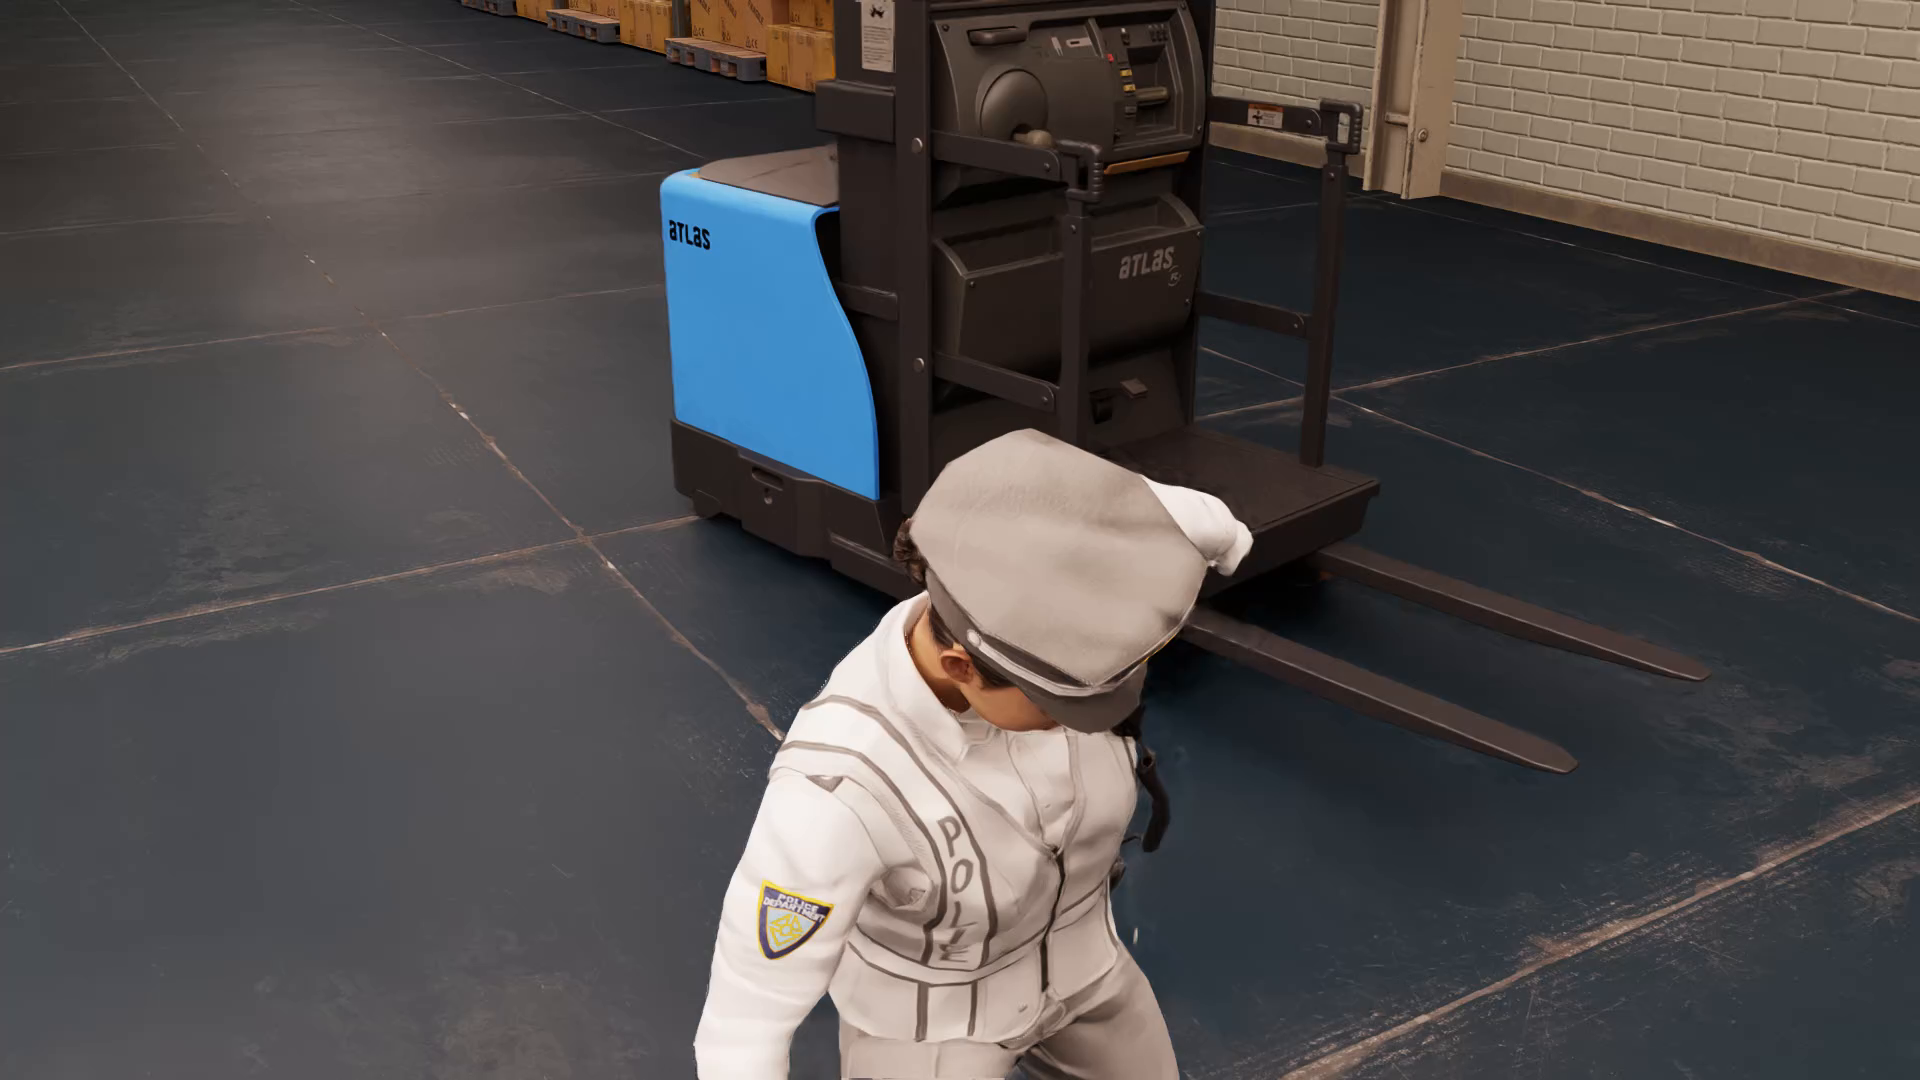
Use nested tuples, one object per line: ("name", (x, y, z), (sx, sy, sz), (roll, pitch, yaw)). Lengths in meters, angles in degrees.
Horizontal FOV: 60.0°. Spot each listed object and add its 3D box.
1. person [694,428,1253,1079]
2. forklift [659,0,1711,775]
("person", (0.105, 0.514, 1.930), (1.092, 1.468, 0.694), (-18, 28, -37))
("forklift", (0.449, -1.182, 4.153), (1.130, 2.935, 3.031), (-19, 29, -39))
